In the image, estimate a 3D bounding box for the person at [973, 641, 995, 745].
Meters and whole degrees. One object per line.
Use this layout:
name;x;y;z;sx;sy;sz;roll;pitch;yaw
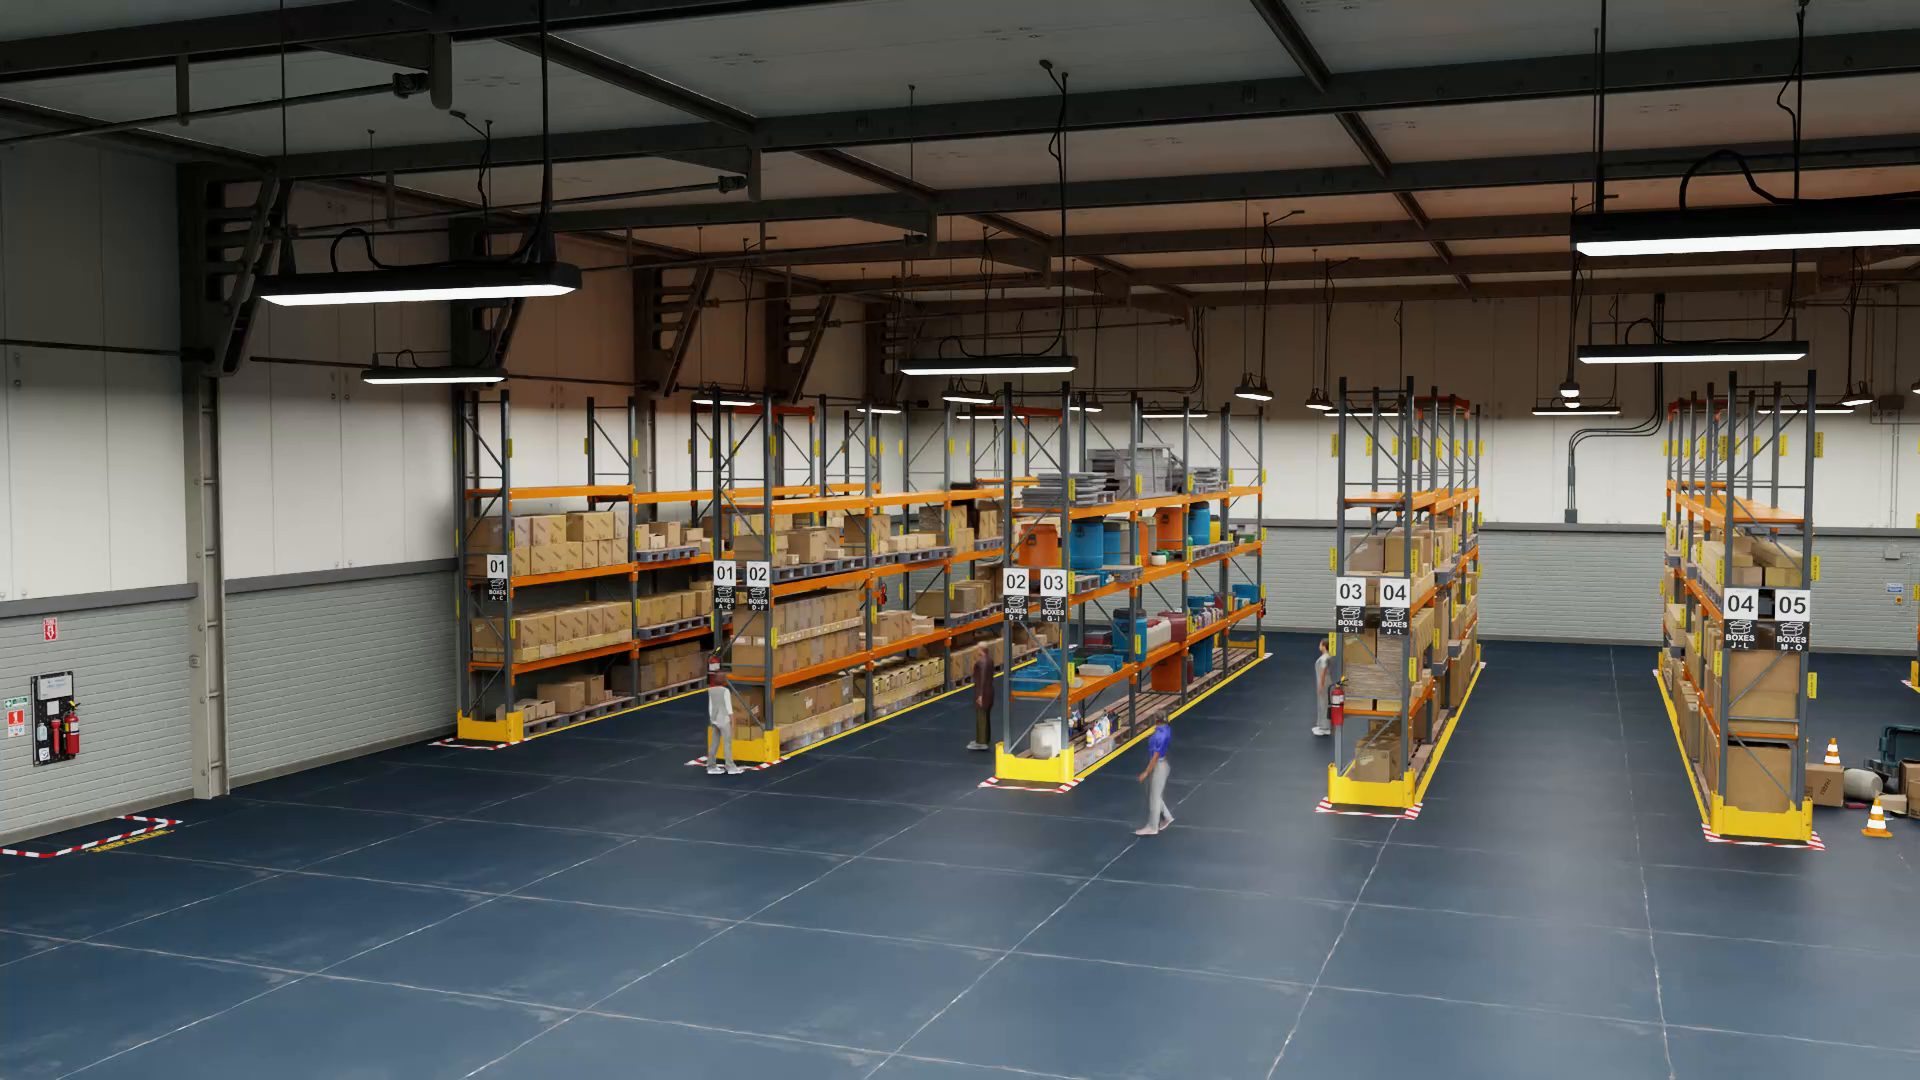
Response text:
person;0.397;2.566;27.722;0.346;1.654;0.636;1;3;14

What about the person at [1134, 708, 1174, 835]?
person;2.522;3.042;21.556;0.512;1.566;0.519;0;3;5

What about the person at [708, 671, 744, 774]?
person;-3.601;2.805;25.566;0.503;1.581;0.390;-2;4;-36

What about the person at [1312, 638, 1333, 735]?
person;6.362;2.555;29.136;0.371;1.675;0.480;0;3;4
